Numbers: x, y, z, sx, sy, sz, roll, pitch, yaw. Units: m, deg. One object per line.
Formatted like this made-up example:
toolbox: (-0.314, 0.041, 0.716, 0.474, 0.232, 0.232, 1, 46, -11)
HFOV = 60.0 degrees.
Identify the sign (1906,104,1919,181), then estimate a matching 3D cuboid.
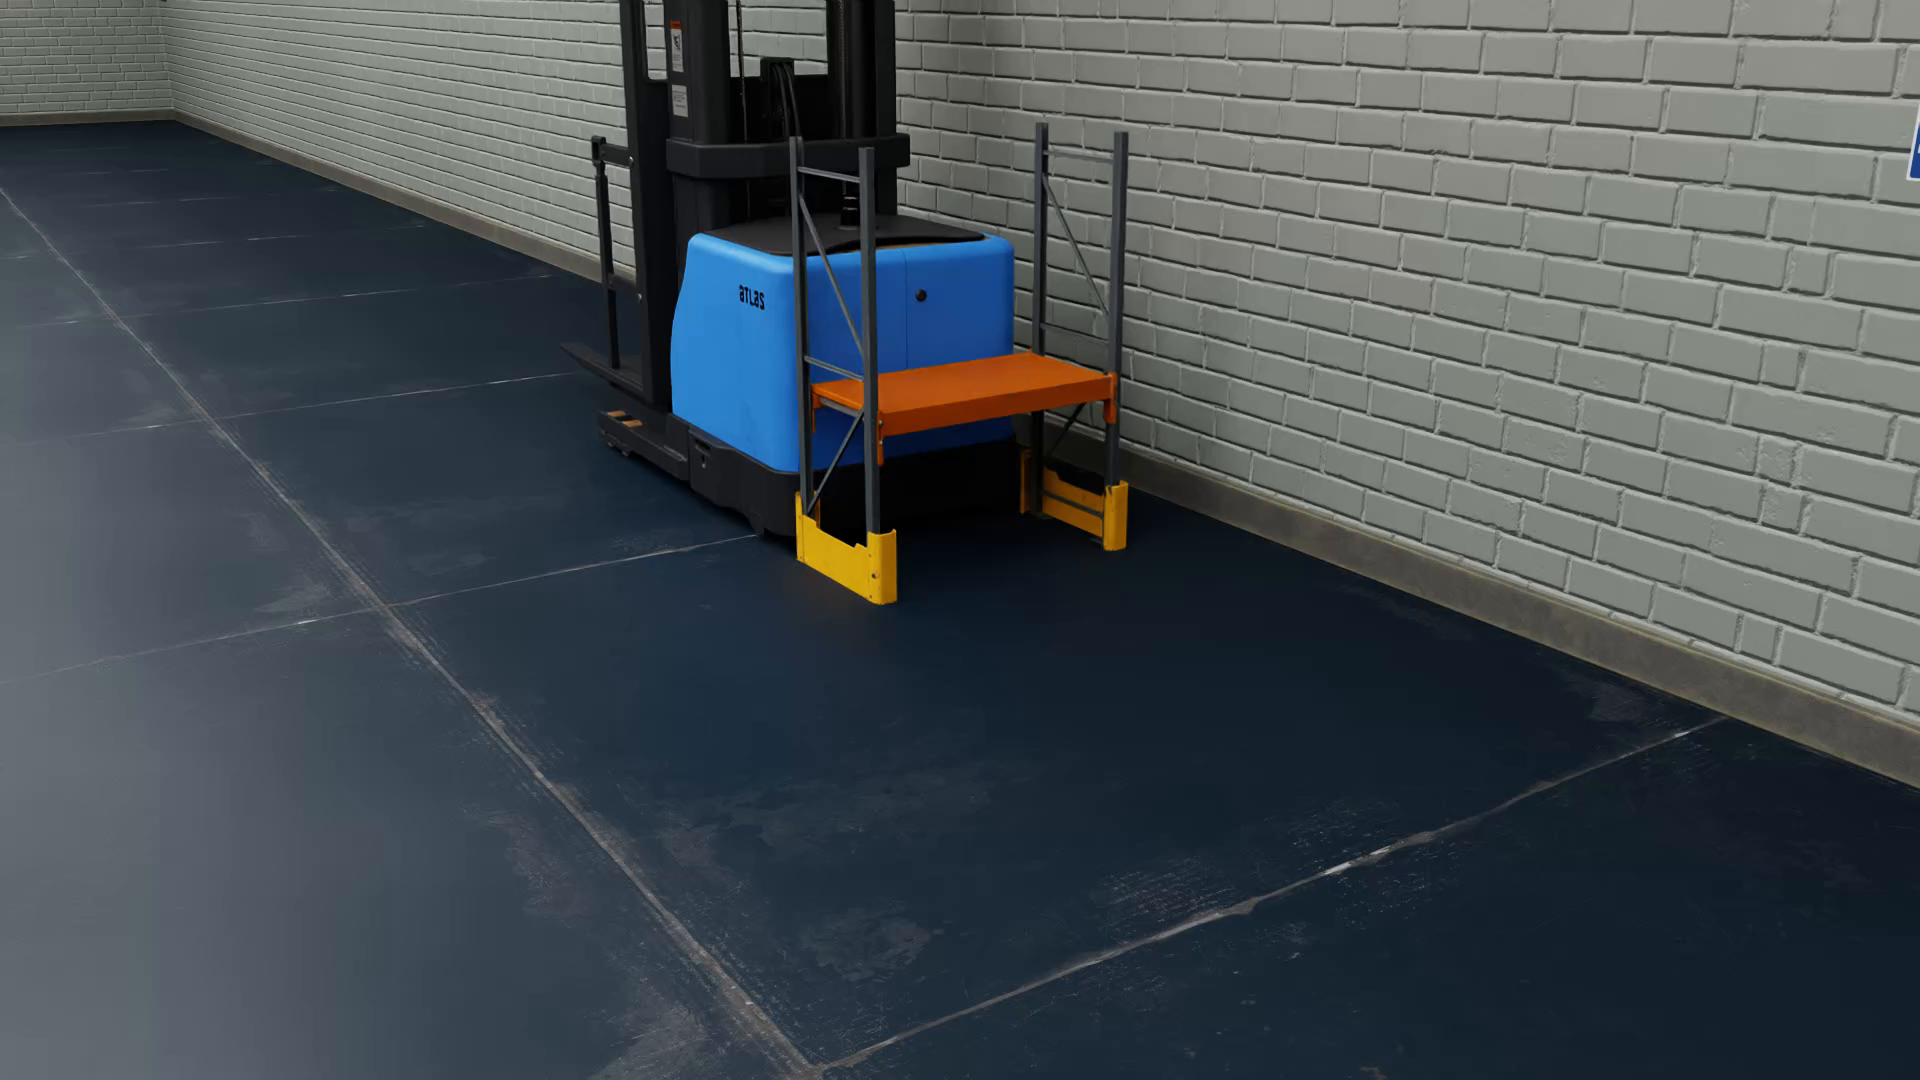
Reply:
sign: (2.429, -0.950, 3.948, 0.001, 0.218, 0.327, -12, 22, -31)

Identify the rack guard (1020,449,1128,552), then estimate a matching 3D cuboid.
rack guard: (0.426, -0.158, 6.322, 0.087, 0.250, 0.587, -12, 22, -32)

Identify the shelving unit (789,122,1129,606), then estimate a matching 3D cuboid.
shelving unit: (0.012, -0.661, 5.859, 1.083, 1.500, 0.587, -12, 22, -32)

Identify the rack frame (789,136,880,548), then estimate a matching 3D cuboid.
rack frame: (-0.417, -0.569, 5.586, 0.032, 1.500, 0.500, -12, 22, -32)

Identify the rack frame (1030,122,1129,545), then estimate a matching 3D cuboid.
rack frame: (0.427, -0.750, 6.123, 0.032, 1.500, 0.500, -12, 22, -32)

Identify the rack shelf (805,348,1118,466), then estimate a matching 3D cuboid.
rack shelf: (0.005, -0.489, 5.912, 1.000, 0.185, 0.538, -12, 22, -32)

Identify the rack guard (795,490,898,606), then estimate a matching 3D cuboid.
rack guard: (-0.401, 0.020, 5.796, 0.087, 0.250, 0.587, -12, 22, -32)

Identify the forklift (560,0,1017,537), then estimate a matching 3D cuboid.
forklift: (-0.974, -1.821, 7.054, 1.130, 2.935, 3.031, -11, 22, -30)
